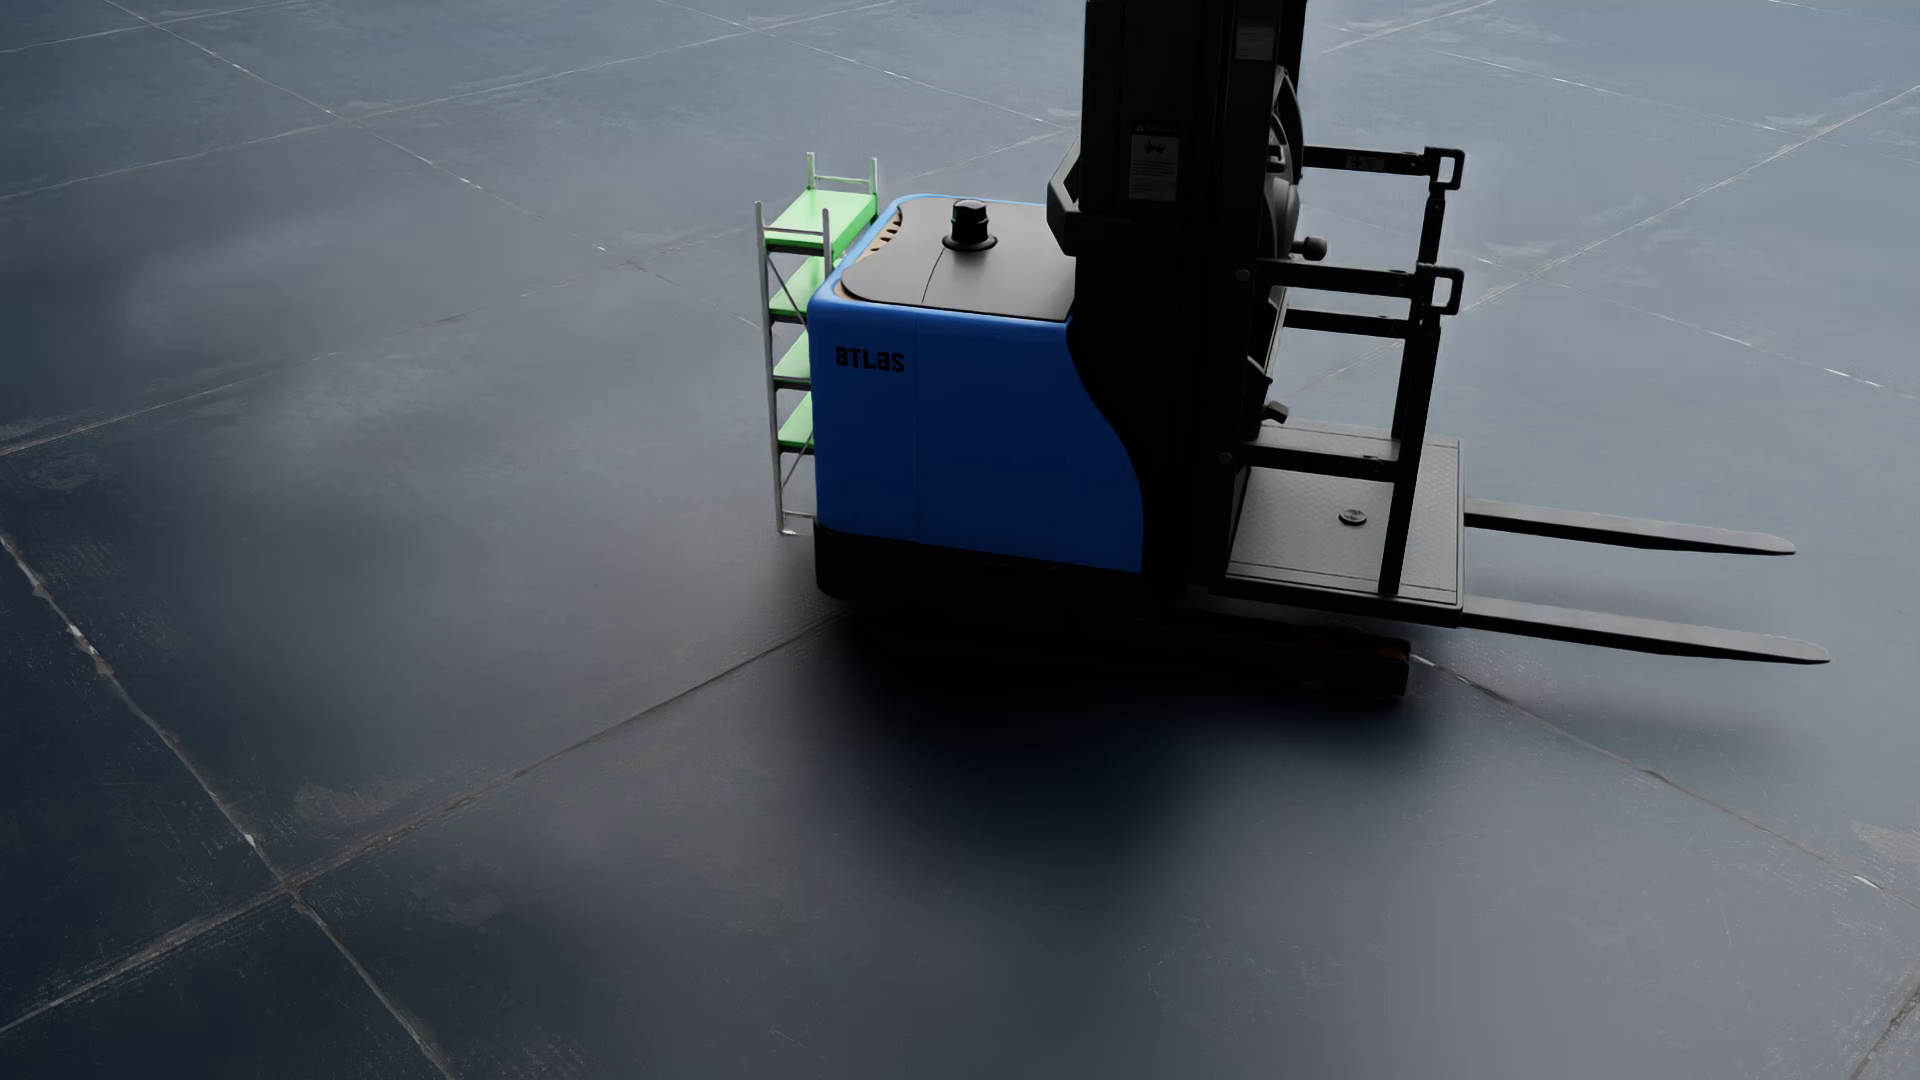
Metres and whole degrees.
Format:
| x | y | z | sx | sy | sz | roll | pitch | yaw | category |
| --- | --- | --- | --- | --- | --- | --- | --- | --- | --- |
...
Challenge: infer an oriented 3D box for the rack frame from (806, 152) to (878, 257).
| x | y | z | sx | sy | sz | roll | pitch | yaw | category |
| --- | --- | --- | --- | --- | --- | --- | --- | --- | --- |
| -0.396 | -0.770 | 5.858 | 0.240 | 1.200 | 0.015 | 8 | 32 | 12 | rack frame |

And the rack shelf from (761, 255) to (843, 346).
| x | y | z | sx | sy | sz | roll | pitch | yaw | category |
| --- | --- | --- | --- | --- | --- | --- | --- | --- | --- |
| -0.457 | -0.797 | 5.565 | 0.258 | 0.148 | 0.480 | 8 | 32 | 12 | rack shelf |

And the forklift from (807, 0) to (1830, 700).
| x | y | z | sx | sy | sz | roll | pitch | yaw | category |
| --- | --- | --- | --- | --- | --- | --- | --- | --- | --- |
| 1.109 | -1.081 | 4.709 | 3.031 | 2.935 | 1.130 | 8 | 32 | 12 | forklift |

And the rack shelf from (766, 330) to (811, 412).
| x | y | z | sx | sy | sz | roll | pitch | yaw | category |
| --- | --- | --- | --- | --- | --- | --- | --- | --- | --- |
| -0.457 | -0.592 | 5.690 | 0.258 | 0.148 | 0.480 | 8 | 32 | 12 | rack shelf |

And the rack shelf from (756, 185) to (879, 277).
| x | y | z | sx | sy | sz | roll | pitch | yaw | category |
| --- | --- | --- | --- | --- | --- | --- | --- | --- | --- |
| -0.458 | -1.001 | 5.440 | 0.258 | 0.148 | 0.480 | 8 | 32 | 12 | rack shelf |

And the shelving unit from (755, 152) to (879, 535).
| x | y | z | sx | sy | sz | roll | pitch | yaw | category |
| --- | --- | --- | --- | --- | --- | --- | --- | --- | --- |
| -0.457 | -0.646 | 5.657 | 0.258 | 1.200 | 0.503 | 8 | 32 | 12 | shelving unit |

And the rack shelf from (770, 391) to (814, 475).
| x | y | z | sx | sy | sz | roll | pitch | yaw | category |
| --- | --- | --- | --- | --- | --- | --- | --- | --- | --- |
| -0.457 | -0.387 | 5.815 | 0.258 | 0.148 | 0.480 | 8 | 32 | 12 | rack shelf |

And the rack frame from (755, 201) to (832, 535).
| x | y | z | sx | sy | sz | roll | pitch | yaw | category |
| --- | --- | --- | --- | --- | --- | --- | --- | --- | --- |
| -0.519 | -0.523 | 5.455 | 0.240 | 1.200 | 0.015 | 8 | 32 | 12 | rack frame |
